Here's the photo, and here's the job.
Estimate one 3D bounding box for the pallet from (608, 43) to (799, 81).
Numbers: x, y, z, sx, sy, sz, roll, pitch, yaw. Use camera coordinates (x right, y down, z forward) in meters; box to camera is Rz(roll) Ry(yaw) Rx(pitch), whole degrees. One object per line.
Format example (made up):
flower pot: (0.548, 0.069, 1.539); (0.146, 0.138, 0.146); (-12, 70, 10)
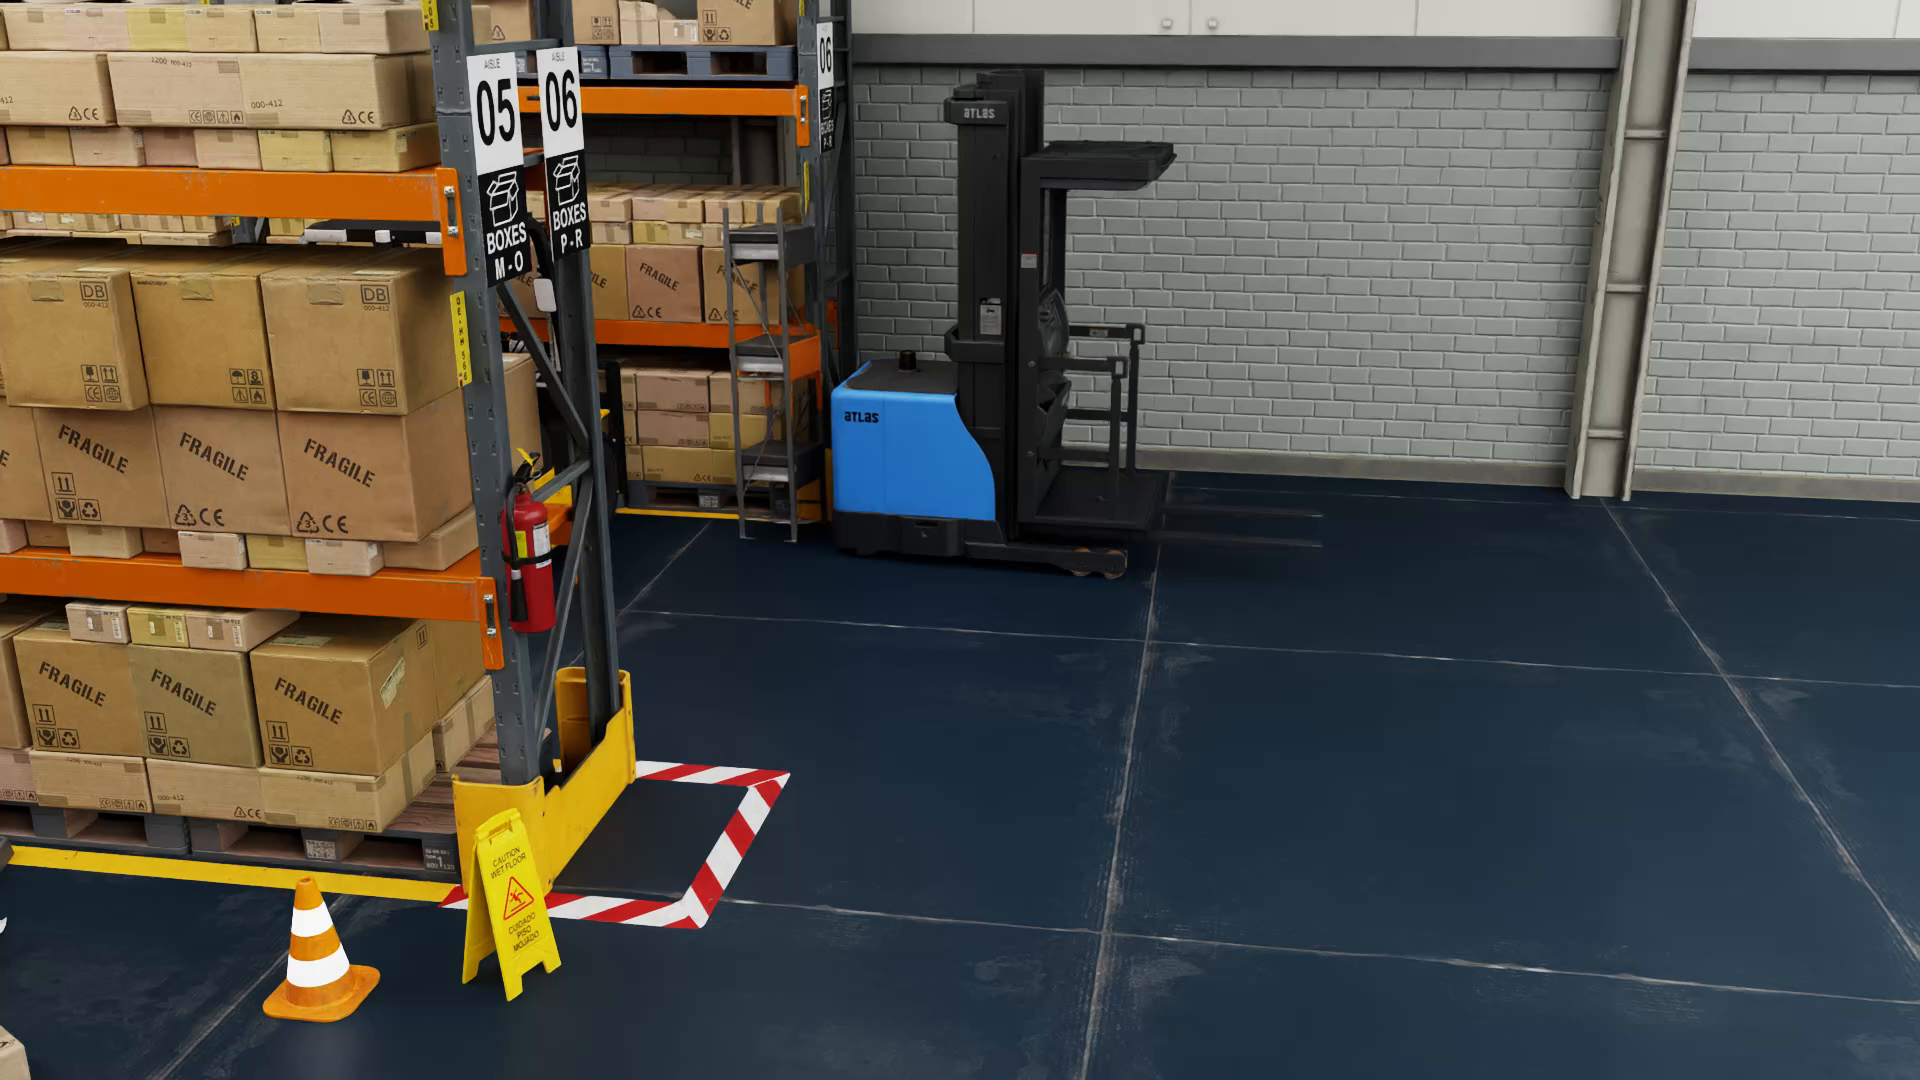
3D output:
pallet: (-1.563, -3.162, 10.938); (1.213, 0.211, 1.003); (3, 19, 9)

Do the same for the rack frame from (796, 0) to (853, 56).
rack frame: (-0.869, -4.583, 10.317); (0.127, 3.000, 1.000); (3, 19, 9)

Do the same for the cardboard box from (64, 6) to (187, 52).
cardboard box: (-3.019, -1.864, 6.059); (0.250, 0.149, 0.380); (3, 19, 9)

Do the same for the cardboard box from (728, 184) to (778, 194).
cardboard box: (-1.419, -2.351, 11.452); (0.250, 0.149, 0.380); (4, 19, 11)

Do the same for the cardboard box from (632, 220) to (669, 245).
cardboard box: (-2.002, -2.074, 11.095); (0.250, 0.149, 0.380); (3, 19, 8)

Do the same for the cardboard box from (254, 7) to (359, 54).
cardboard box: (-2.282, -1.813, 5.908); (0.250, 0.149, 0.380); (3, 19, 10)

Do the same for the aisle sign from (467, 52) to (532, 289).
aisle sign: (-1.637, -1.321, 5.928); (0.004, 0.787, 0.394); (3, 19, 9)

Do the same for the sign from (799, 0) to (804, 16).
sign: (-0.969, -3.373, 10.159); (0.005, 0.325, 0.100); (3, 19, 9)

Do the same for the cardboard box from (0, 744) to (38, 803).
cardboard box: (-4.009, 0.885, 7.104); (0.500, 0.250, 0.500); (3, 19, 8)

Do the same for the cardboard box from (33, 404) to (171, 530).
cardboard box: (-3.219, -0.365, 6.540); (0.500, 0.500, 0.500); (3, 19, 8)

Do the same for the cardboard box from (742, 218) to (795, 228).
cardboard box: (-1.256, -2.022, 10.940); (0.250, 0.149, 0.380); (3, 19, 9)

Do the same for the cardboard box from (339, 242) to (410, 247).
cardboard box: (-3.905, -1.861, 11.481); (0.500, 0.500, 0.500); (3, 19, 10)

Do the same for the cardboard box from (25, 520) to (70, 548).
cardboard box: (-3.562, -0.098, 6.765); (0.250, 0.149, 0.380); (3, 19, 9)

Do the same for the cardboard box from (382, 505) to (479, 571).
cardboard box: (-2.056, -0.015, 6.517); (0.250, 0.149, 0.380); (4, 19, 10)

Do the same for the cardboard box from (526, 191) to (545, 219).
cardboard box: (-2.771, -2.261, 11.185); (0.250, 0.149, 0.380); (3, 19, 9)

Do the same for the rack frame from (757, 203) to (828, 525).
rack frame: (-1.092, -1.132, 10.855); (0.400, 2.100, 0.015); (4, 16, 18)

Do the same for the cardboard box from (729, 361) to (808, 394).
cardboard box: (-1.313, -1.191, 11.730); (0.500, 0.250, 0.500); (3, 19, 8)

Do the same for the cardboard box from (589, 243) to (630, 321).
cardboard box: (-2.413, -1.782, 11.245); (0.500, 0.500, 0.500); (3, 19, 8)

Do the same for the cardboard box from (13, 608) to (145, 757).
cardboard box: (-3.498, 0.555, 6.906); (0.500, 0.500, 0.500); (2, 19, 7)

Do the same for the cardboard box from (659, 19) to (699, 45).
cardboard box: (-1.735, -3.234, 10.591); (0.250, 0.149, 0.380); (2, 19, 7)

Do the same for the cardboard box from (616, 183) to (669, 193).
cardboard box: (-2.189, -2.373, 11.518); (0.250, 0.149, 0.380); (4, 19, 10)

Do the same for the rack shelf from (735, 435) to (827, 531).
rack shelf: (-1.158, -0.382, 10.816); (0.431, 0.518, 0.480); (4, 16, 18)

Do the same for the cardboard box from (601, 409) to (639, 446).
cardboard box: (-2.406, -0.845, 11.483); (0.500, 0.250, 0.500); (2, 19, 7)

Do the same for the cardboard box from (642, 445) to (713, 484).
cardboard box: (-1.872, -0.586, 11.497); (0.500, 0.250, 0.500); (3, 19, 9)

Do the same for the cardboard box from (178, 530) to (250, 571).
cardboard box: (-2.832, -0.016, 6.520); (0.250, 0.149, 0.380); (3, 19, 10)

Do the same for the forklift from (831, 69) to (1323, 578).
forklift: (0.761, -1.342, 10.196); (3.031, 2.935, 1.130); (4, 19, 11)

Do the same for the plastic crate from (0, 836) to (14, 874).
plastic crate: (-4.182, 1.337, 6.682); (0.583, 0.080, 0.402); (-3, 19, -10)

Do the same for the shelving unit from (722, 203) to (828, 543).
shelving unit: (-1.170, -1.071, 10.632); (0.431, 2.100, 0.503); (4, 16, 18)

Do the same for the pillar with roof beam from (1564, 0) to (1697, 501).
pillar with roof beam: (3.828, -3.249, 6.332); (0.400, 9.000, 9.100); (3, 19, 9)

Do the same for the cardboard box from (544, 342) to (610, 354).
cardboard box: (-2.804, -1.271, 11.970); (0.500, 0.250, 0.500); (3, 19, 8)

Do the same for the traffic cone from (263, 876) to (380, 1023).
traffic cone: (-2.282, 1.403, 5.880); (0.334, 0.463, 0.336); (3, 19, 9)

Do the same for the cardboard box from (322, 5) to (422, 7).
cardboard box: (-2.222, -1.953, 6.326); (0.250, 0.149, 0.380); (3, 19, 8)

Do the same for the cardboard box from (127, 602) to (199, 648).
cardboard box: (-3.106, 0.289, 6.678); (0.250, 0.149, 0.380); (3, 19, 10)

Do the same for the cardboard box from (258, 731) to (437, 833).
cardboard box: (-2.517, 0.965, 6.864); (0.500, 0.250, 0.500); (3, 19, 8)

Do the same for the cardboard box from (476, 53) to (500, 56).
cardboard box: (-2.107, -1.784, 6.447); (0.500, 0.250, 0.500); (3, 19, 8)

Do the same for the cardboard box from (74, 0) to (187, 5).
cardboard box: (-5.572, -3.526, 11.207); (0.500, 0.311, 0.500); (2, 19, 7)

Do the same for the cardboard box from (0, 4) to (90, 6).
cardboard box: (-3.708, -2.070, 6.673); (0.250, 0.149, 0.380); (3, 19, 9)

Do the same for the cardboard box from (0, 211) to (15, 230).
cardboard box: (-6.731, -2.286, 11.727); (0.250, 0.149, 0.380); (2, 19, 7)

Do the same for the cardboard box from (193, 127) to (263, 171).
cardboard box: (-2.557, -1.442, 6.055); (0.250, 0.149, 0.380); (3, 19, 10)

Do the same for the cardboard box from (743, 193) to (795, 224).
cardboard box: (-1.256, -2.186, 10.960); (0.250, 0.149, 0.380); (3, 19, 9)

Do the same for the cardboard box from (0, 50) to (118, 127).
cardboard box: (-3.210, -1.666, 6.097); (0.500, 0.250, 0.500); (3, 19, 10)

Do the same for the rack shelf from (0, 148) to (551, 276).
rack shelf: (-3.627, -1.364, 6.560); (4.000, 0.370, 1.077); (3, 19, 9)

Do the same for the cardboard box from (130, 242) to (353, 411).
cardboard box: (-2.690, -0.830, 6.355); (0.500, 0.500, 0.700); (3, 19, 9)

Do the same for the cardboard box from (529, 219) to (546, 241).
cardboard box: (-2.758, -2.120, 11.232); (0.250, 0.149, 0.380); (3, 19, 8)

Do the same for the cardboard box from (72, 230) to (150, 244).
cardboard box: (-5.853, -2.073, 11.720); (0.500, 0.250, 0.500); (2, 19, 7)

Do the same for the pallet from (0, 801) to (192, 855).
pallet: (-3.725, 1.022, 7.416); (1.213, 0.211, 1.003); (3, 19, 9)

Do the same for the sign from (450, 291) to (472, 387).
sign: (-1.760, -0.709, 5.870); (0.005, 0.325, 0.100); (3, 19, 9)

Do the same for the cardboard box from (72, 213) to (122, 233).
cardboard box: (-5.962, -2.249, 11.619); (0.250, 0.149, 0.380); (2, 19, 7)

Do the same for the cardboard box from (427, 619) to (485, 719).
cardboard box: (-2.429, 0.439, 7.255); (0.500, 0.500, 0.500); (2, 19, 7)

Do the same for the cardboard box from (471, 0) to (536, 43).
cardboard box: (-2.912, -3.526, 10.904); (0.637, 0.503, 0.797); (4, 19, 10)

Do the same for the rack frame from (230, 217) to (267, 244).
rack frame: (-4.818, -1.939, 11.871); (0.127, 3.000, 1.000); (3, 19, 9)

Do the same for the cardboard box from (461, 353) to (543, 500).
cardboard box: (-2.076, -0.482, 6.889); (0.500, 0.500, 0.500); (3, 19, 8)

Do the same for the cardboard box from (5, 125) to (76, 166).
cardboard box: (-3.309, -1.489, 6.195); (0.250, 0.149, 0.380); (2, 19, 7)

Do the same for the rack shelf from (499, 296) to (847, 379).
rack shelf: (-2.844, -1.497, 11.684); (4.000, 0.370, 1.077); (3, 19, 9)

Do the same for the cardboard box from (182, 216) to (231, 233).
cardboard box: (-5.191, -2.242, 11.595); (0.250, 0.149, 0.380); (4, 19, 11)

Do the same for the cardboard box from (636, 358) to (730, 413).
cardboard box: (-1.878, -1.056, 11.329); (0.500, 0.250, 0.500); (3, 19, 10)

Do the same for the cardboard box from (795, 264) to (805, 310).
cardboard box: (-1.314, -1.897, 11.588); (0.500, 0.500, 0.500); (4, 19, 10)

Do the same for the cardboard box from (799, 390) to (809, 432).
cardboard box: (-1.300, -0.959, 11.825); (0.500, 0.250, 0.500); (3, 19, 10)

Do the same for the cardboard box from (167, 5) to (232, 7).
cardboard box: (-2.955, -2.004, 6.476); (0.250, 0.149, 0.380); (3, 19, 8)

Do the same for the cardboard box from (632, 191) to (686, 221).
cardboard box: (-2.001, -2.229, 11.089); (0.250, 0.149, 0.380); (3, 19, 9)
